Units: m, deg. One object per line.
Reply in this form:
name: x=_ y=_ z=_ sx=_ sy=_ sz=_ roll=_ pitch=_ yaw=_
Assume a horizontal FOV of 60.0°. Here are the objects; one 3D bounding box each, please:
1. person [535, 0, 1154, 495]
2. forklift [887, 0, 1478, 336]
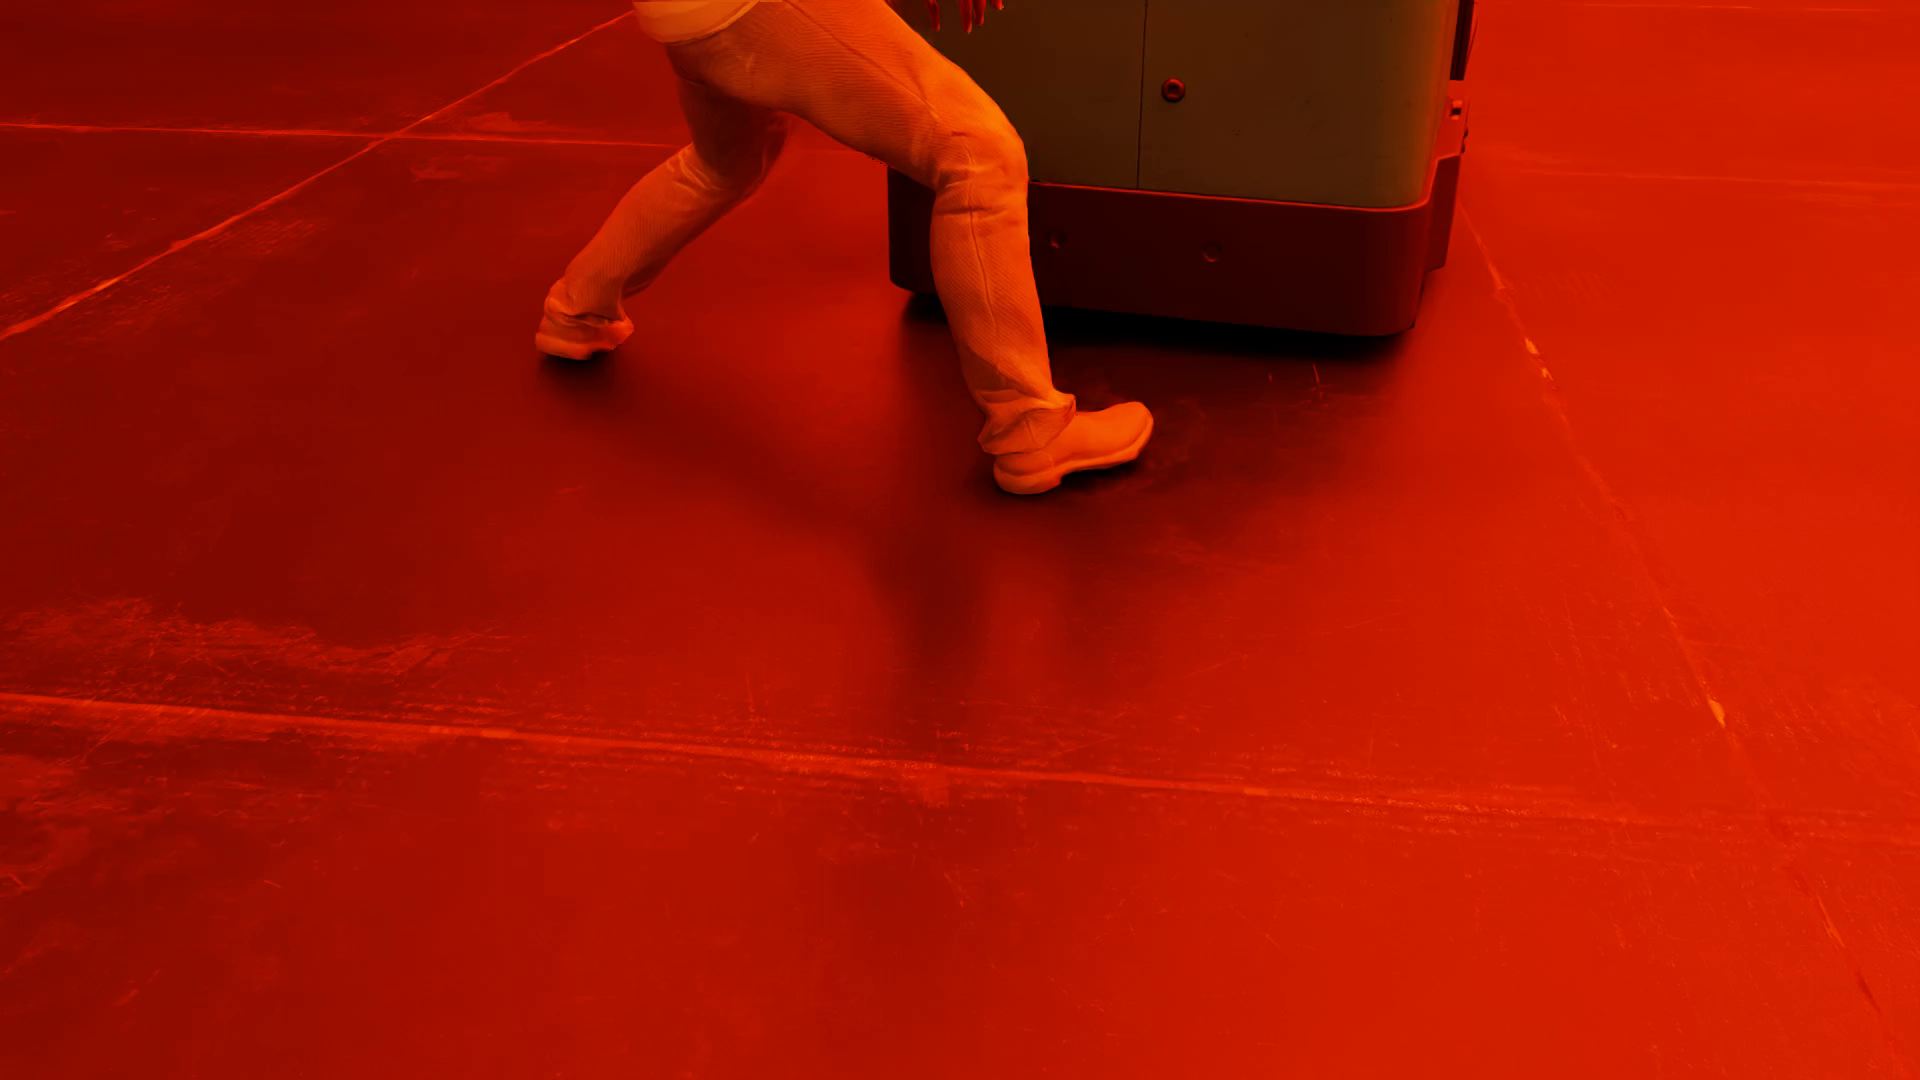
person: x=-0.256 y=-0.949 z=2.672 sx=0.970 sy=1.604 sz=1.055 roll=-7 pitch=27 yaw=-14
forklift: x=0.784 y=-2.329 z=3.884 sx=1.130 sy=2.935 sz=3.031 roll=8 pitch=28 yaw=16
